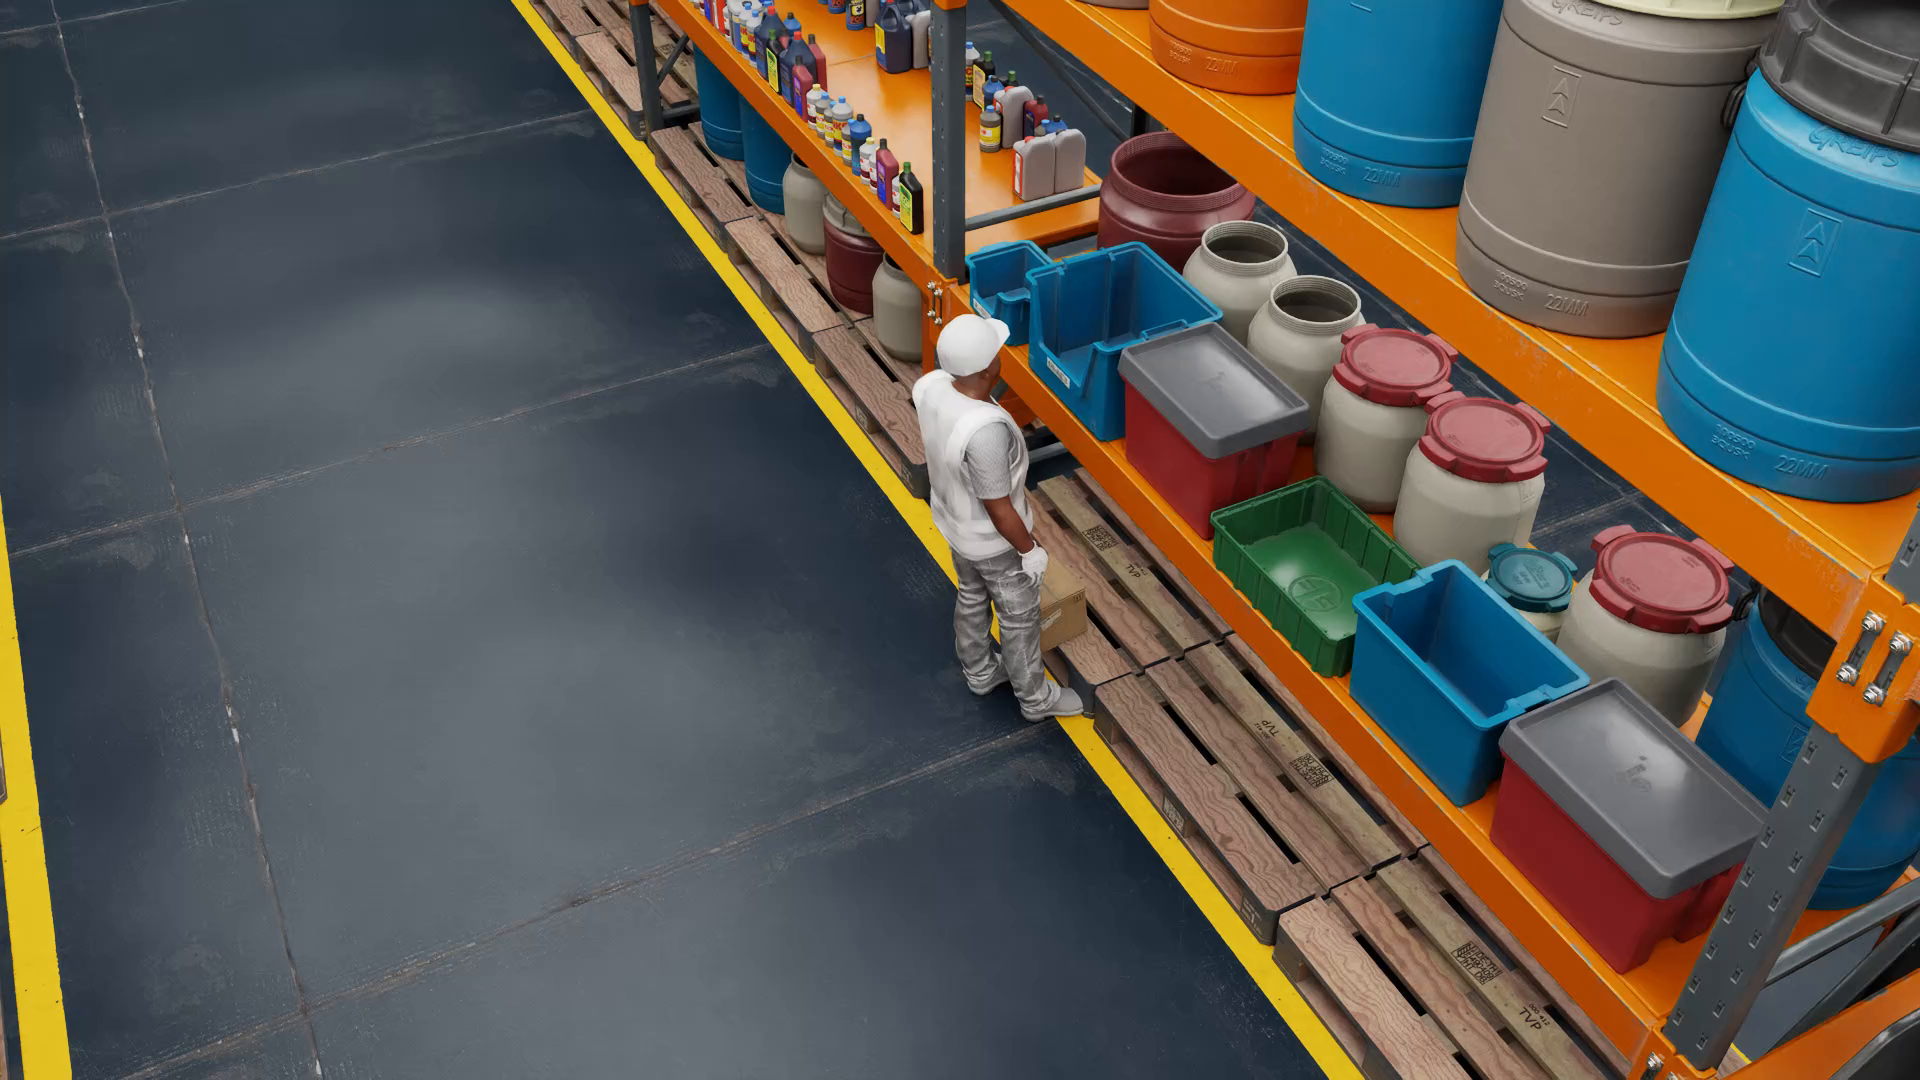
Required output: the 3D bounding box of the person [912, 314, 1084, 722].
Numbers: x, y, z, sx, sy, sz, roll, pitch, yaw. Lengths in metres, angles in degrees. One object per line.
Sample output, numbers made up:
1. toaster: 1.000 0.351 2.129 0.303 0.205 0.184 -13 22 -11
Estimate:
1. person: 0.163 -0.090 6.233 0.575 1.786 0.656 -19 44 -21
